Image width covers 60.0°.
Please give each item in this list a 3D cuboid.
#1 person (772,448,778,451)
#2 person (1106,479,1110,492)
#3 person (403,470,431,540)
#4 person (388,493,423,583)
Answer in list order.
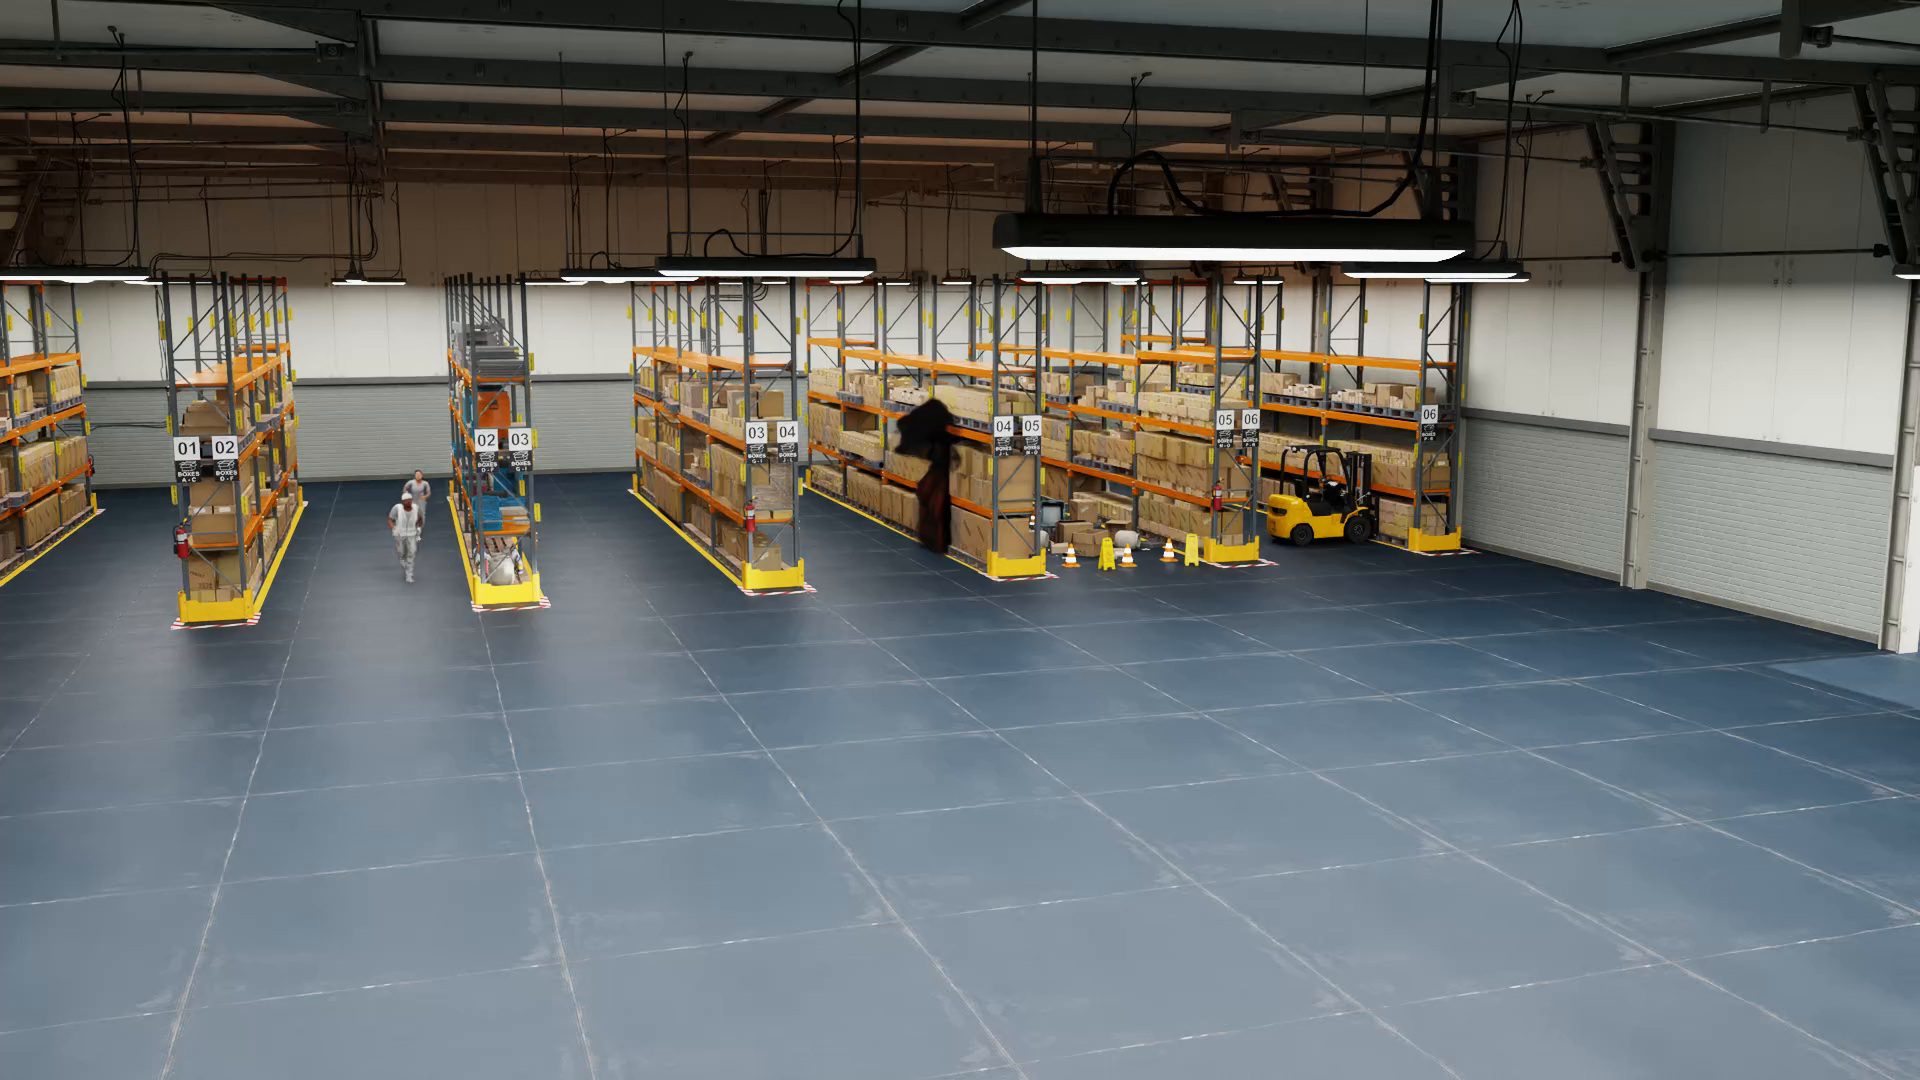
[{"bbox_3d":[-5.301,-2.303,47.650,0.699,1.707,0.551,-1,9,-6],"label":"person"},{"bbox_3d":[3.875,-1.919,45.313,0.581,1.715,0.826,-4,10,-26],"label":"person"},{"bbox_3d":[-12.435,-0.803,38.114,0.603,1.617,0.632,-3,9,-17],"label":"person"},{"bbox_3d":[-10.970,-0.080,32.943,0.680,1.770,1.015,-4,9,-25],"label":"person"}]
